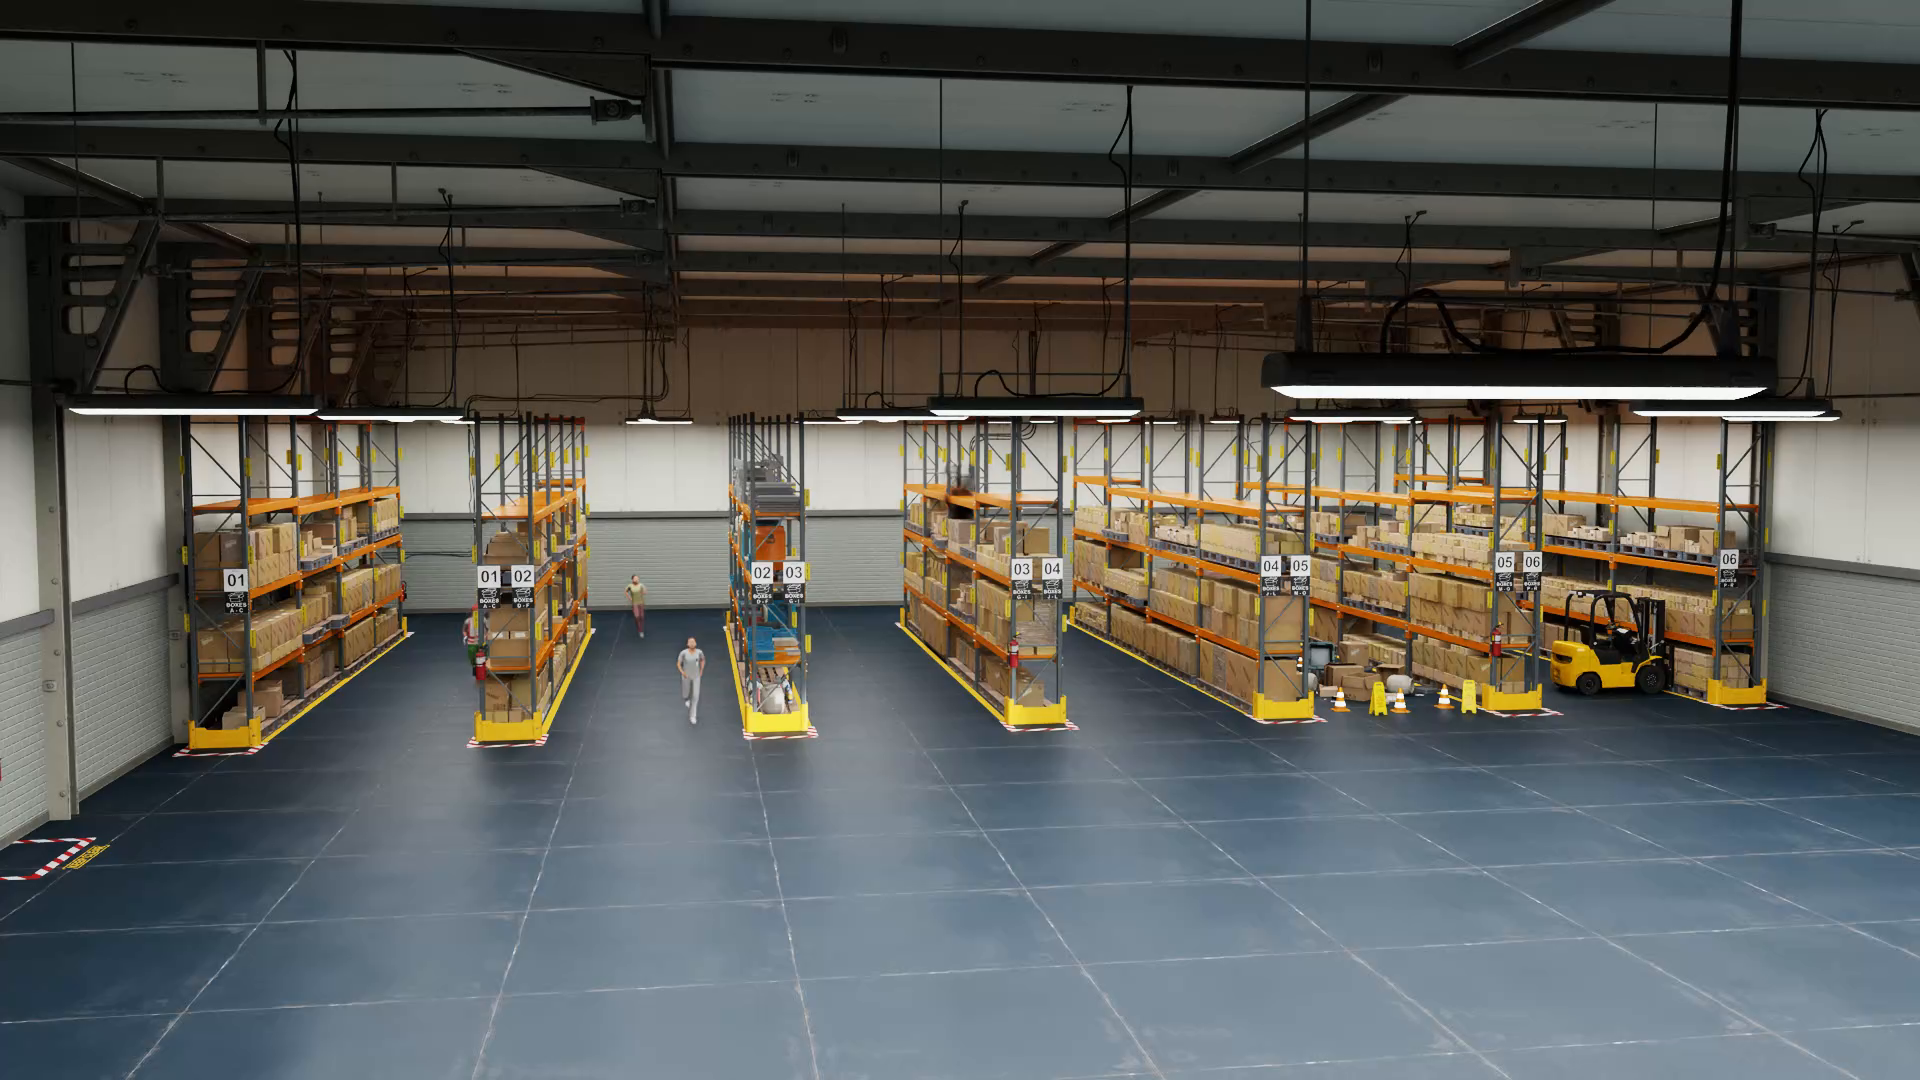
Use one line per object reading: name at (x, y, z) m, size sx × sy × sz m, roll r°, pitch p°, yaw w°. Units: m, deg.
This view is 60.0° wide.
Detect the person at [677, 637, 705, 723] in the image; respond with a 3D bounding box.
person at (-5.262, 2.712, 32.579) m, size 0.547 × 1.652 × 0.995 m, roll -1°, pitch 4°, yaw -10°

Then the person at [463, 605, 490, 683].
person at (-10.788, 2.327, 37.119) m, size 0.636 × 1.741 × 0.586 m, roll 0°, pitch 4°, yaw -6°

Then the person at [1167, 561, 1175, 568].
person at (6.405, 1.472, 50.407) m, size 0.662 × 1.674 × 0.702 m, roll 0°, pitch 4°, yaw -4°

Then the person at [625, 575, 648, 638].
person at (-8.853, 1.797, 45.565) m, size 0.582 × 1.707 × 0.794 m, roll -2°, pitch 4°, yaw -22°
